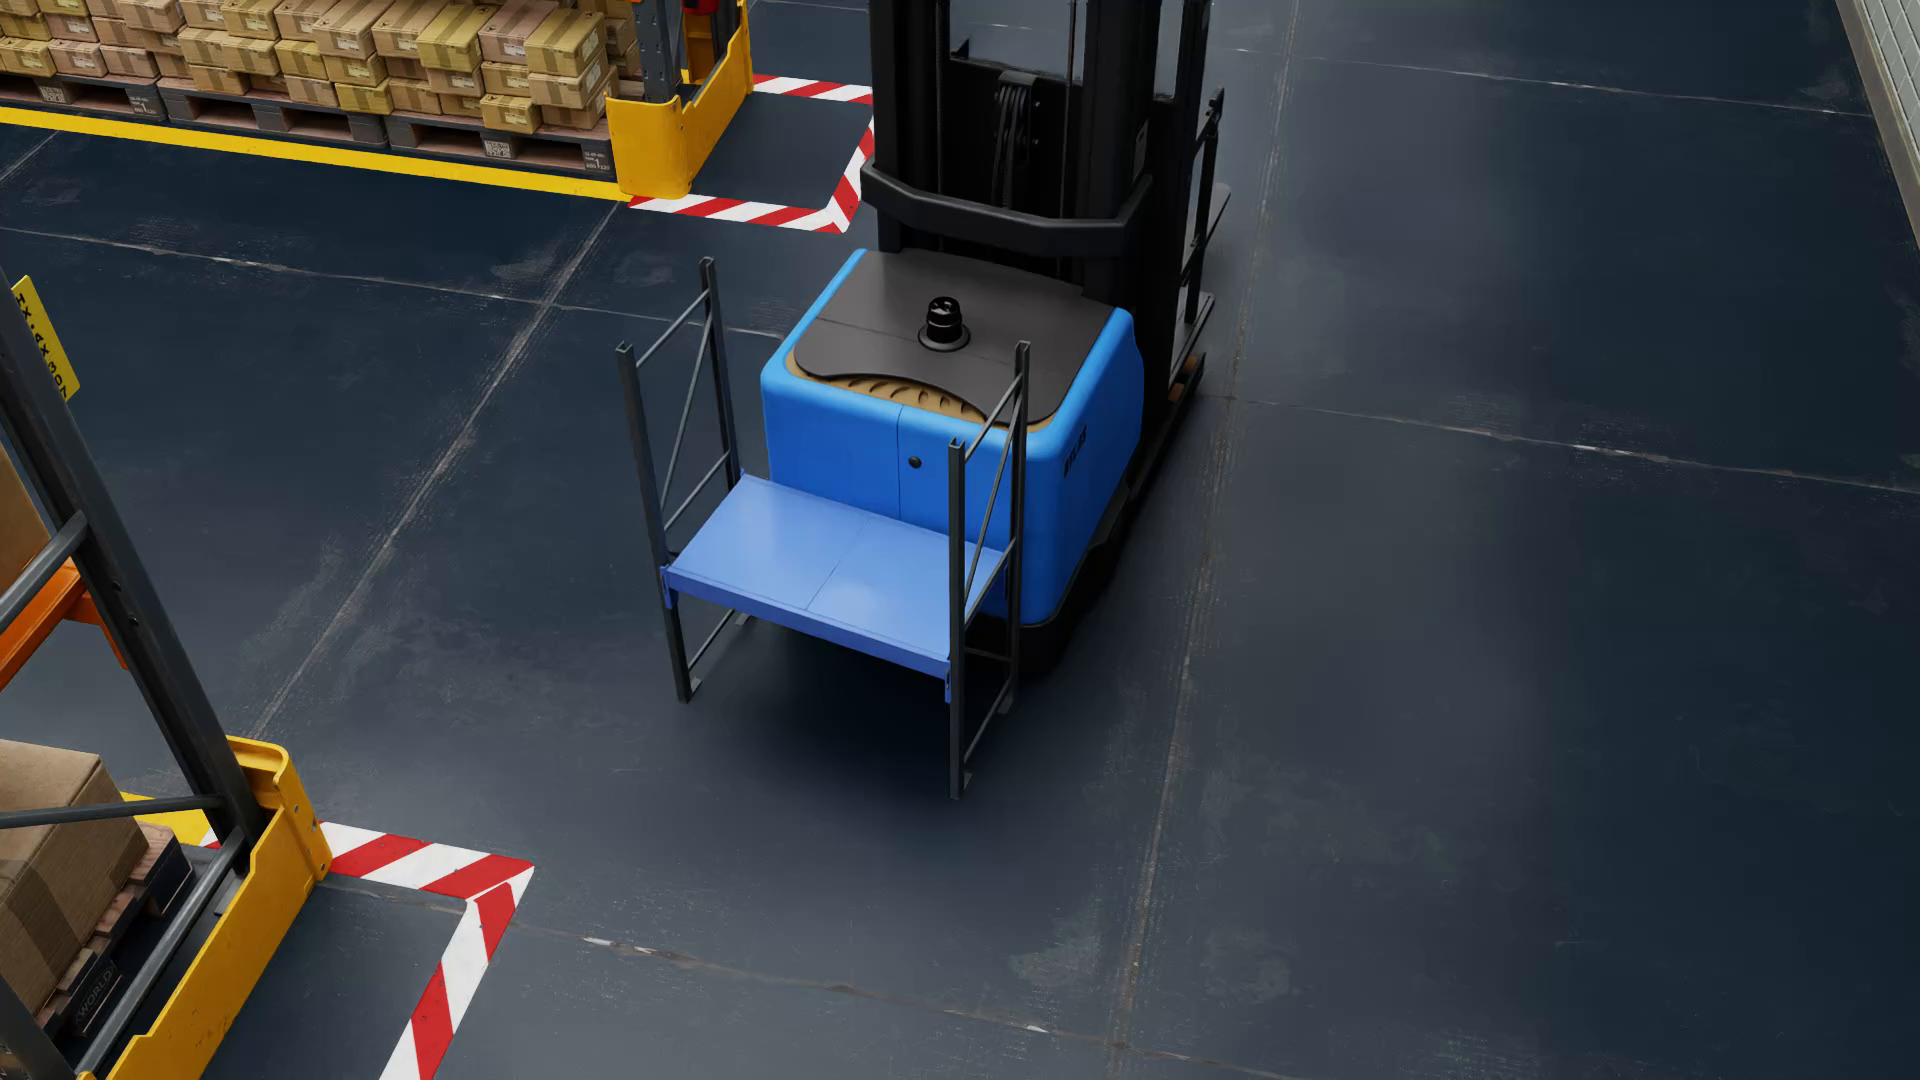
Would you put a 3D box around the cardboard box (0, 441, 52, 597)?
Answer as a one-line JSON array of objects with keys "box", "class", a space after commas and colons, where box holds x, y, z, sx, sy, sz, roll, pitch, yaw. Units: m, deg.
[{"box": [-2.675, -0.043, 4.060, 0.500, 0.500, 0.500, 9, 45, 9], "class": "cardboard box"}]

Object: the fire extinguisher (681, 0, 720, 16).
[{"box": [-1.142, -2.592, 7.105, 0.183, 0.674, 0.296, 9, 45, 9], "class": "fire extinguisher"}]

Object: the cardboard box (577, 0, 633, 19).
[{"box": [-1.724, -2.753, 8.271, 0.250, 0.149, 0.380, 7, 44, 7], "class": "cardboard box"}]

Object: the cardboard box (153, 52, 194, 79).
[{"box": [-3.863, -2.498, 8.435, 0.250, 0.149, 0.380, 7, 44, 7], "class": "cardboard box"}]

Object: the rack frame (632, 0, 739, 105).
[{"box": [-1.287, -3.105, 7.313, 0.127, 3.000, 1.000, 9, 45, 9], "class": "rack frame"}]

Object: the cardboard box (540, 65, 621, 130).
[{"box": [-1.846, -2.168, 8.092, 0.250, 0.149, 0.380, 10, 45, 10], "class": "cardboard box"}]

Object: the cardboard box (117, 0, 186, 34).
[{"box": [-3.896, -2.652, 8.167, 0.250, 0.149, 0.380, 10, 45, 10], "class": "cardboard box"}]

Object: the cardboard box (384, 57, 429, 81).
[{"box": [-2.612, -2.411, 8.130, 0.250, 0.149, 0.380, 8, 45, 9], "class": "cardboard box"}]

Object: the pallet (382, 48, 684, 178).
[{"box": [-2.146, -2.259, 8.445, 1.213, 0.211, 1.003, 9, 45, 9], "class": "pallet"}]

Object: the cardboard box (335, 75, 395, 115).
[{"box": [-2.865, -2.261, 8.189, 0.250, 0.149, 0.380, 7, 44, 7], "class": "cardboard box"}]

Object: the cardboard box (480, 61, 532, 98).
[{"box": [-2.108, -2.299, 8.014, 0.250, 0.149, 0.380, 8, 44, 8], "class": "cardboard box"}]

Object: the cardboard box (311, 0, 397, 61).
[{"box": [-2.885, -2.468, 7.975, 0.250, 0.149, 0.380, 10, 45, 11], "class": "cardboard box"}]

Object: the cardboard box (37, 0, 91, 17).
[{"box": [-4.386, -2.770, 8.289, 0.250, 0.149, 0.380, 8, 45, 8], "class": "cardboard box"}]

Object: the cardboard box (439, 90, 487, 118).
[{"box": [-2.358, -2.237, 8.164, 0.250, 0.149, 0.380, 9, 45, 9], "class": "cardboard box"}]

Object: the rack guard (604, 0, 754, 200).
[{"box": [-1.361, -2.216, 8.192, 0.348, 0.500, 1.175, 9, 45, 9], "class": "rack guard"}]

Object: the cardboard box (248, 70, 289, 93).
[{"box": [-3.357, -2.405, 8.339, 0.250, 0.149, 0.380, 10, 45, 10], "class": "cardboard box"}]

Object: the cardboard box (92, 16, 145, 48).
[{"box": [-4.132, -2.638, 8.366, 0.250, 0.149, 0.380, 7, 44, 7], "class": "cardboard box"}]

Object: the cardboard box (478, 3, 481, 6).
[{"box": [-2.482, -2.759, 8.492, 0.250, 0.149, 0.380, 10, 45, 10], "class": "cardboard box"}]

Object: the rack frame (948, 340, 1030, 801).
[{"box": [0.083, 0.140, 5.023, 0.032, 1.500, 0.500, 17, 46, 17], "class": "rack frame"}]

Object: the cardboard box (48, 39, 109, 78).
[{"box": [-4.392, -2.520, 8.458, 0.250, 0.149, 0.380, 9, 45, 9], "class": "cardboard box"}]

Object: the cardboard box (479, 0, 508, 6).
[{"box": [-2.237, -2.838, 8.360, 0.250, 0.149, 0.380, 9, 45, 9], "class": "cardboard box"}]

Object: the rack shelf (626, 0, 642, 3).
[{"box": [-3.239, -3.149, 7.877, 4.000, 0.370, 1.077, 9, 45, 9], "class": "rack shelf"}]

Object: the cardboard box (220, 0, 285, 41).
[{"box": [-3.380, -2.603, 8.115, 0.250, 0.149, 0.380, 9, 45, 9], "class": "cardboard box"}]

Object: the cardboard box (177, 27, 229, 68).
[{"box": [-3.636, -2.499, 8.222, 0.250, 0.149, 0.380, 9, 45, 9], "class": "cardboard box"}]

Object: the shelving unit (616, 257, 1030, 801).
[{"box": [-0.382, -0.002, 5.171, 1.048, 1.500, 0.538, 17, 46, 17], "class": "shelving unit"}]

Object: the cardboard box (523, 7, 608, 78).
[{"box": [-1.859, -2.352, 7.855, 0.250, 0.149, 0.380, 9, 45, 10], "class": "cardboard box"}]

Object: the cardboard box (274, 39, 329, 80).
[{"box": [-3.126, -2.422, 8.142, 0.250, 0.149, 0.380, 11, 45, 11], "class": "cardboard box"}]

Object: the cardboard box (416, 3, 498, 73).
[{"box": [-2.372, -2.382, 7.886, 0.250, 0.149, 0.380, 8, 44, 8], "class": "cardboard box"}]

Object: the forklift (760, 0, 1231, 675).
[{"box": [0.364, -1.631, 5.831, 1.130, 2.935, 3.031, 15, 46, 15], "class": "forklift"}]

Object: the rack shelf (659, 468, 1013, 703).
[{"box": [-0.382, 0.127, 5.295, 1.000, 0.185, 0.538, 17, 46, 17], "class": "rack shelf"}]

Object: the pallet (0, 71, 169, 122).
[{"box": [-4.527, -2.628, 8.829, 1.213, 0.211, 1.003, 9, 45, 9], "class": "pallet"}]

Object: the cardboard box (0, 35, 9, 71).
[{"box": [-4.905, -2.562, 8.502, 0.250, 0.149, 0.380, 7, 44, 7], "class": "cardboard box"}]

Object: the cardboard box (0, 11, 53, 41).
[{"box": [-4.640, -2.693, 8.423, 0.250, 0.149, 0.380, 9, 45, 9], "class": "cardboard box"}]
